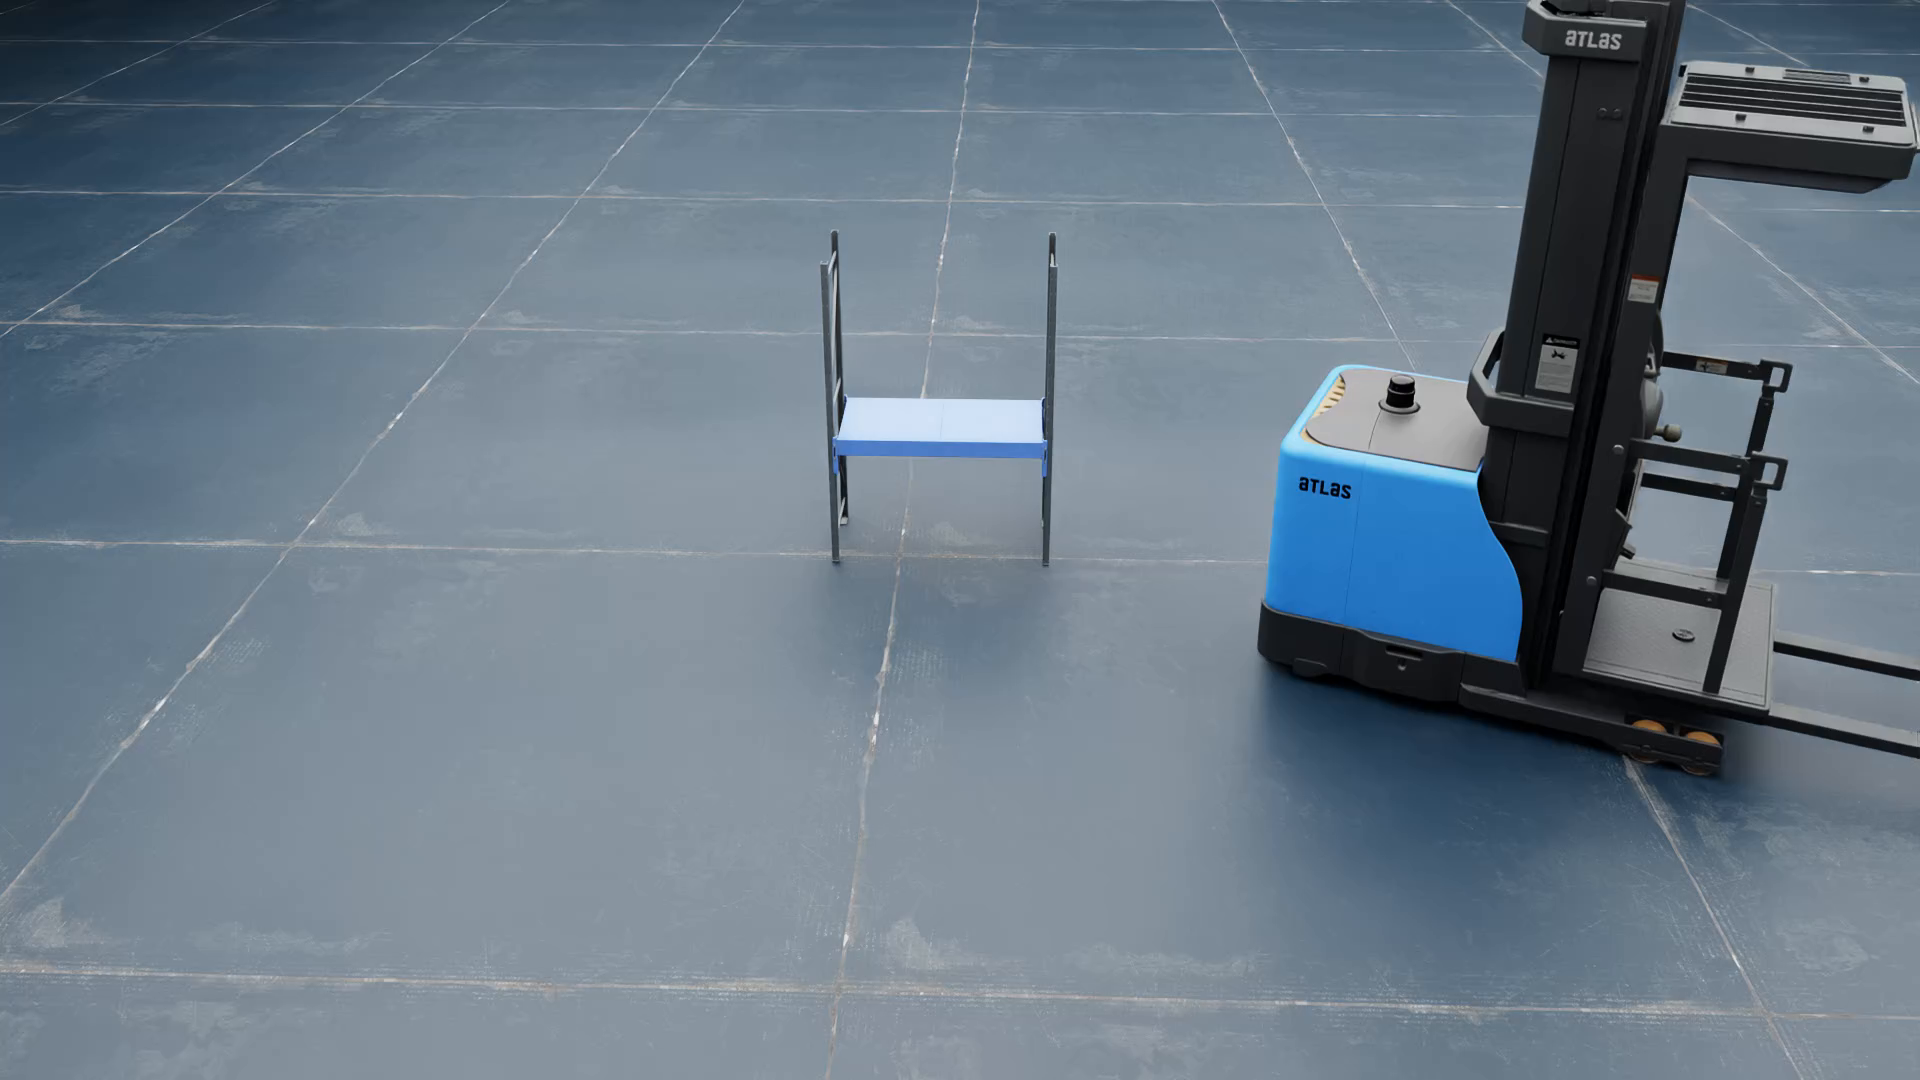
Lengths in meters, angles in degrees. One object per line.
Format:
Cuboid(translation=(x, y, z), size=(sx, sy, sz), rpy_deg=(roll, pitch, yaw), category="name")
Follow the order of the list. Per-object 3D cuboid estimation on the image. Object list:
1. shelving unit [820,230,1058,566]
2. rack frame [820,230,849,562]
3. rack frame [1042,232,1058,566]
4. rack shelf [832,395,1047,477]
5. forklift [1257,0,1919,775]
Cuboid(translation=(-0.085, -0.664, 7.901), size=(1.048, 1.500, 0.538), rpy_deg=(1, 28, 2), category="shelving unit")
Cuboid(translation=(-0.593, -0.672, 7.917), size=(0.032, 1.500, 0.500), rpy_deg=(1, 28, 2), category="rack frame")
Cuboid(translation=(0.423, -0.656, 7.886), size=(0.032, 1.500, 0.500), rpy_deg=(1, 28, 2), category="rack frame")
Cuboid(translation=(-0.085, -0.505, 7.986), size=(1.000, 0.185, 0.538), rpy_deg=(1, 28, 2), category="rack shelf")
Cuboid(translation=(2.848, -0.658, 6.363), size=(3.031, 2.935, 1.130), rpy_deg=(12, 30, 22), category="forklift")
